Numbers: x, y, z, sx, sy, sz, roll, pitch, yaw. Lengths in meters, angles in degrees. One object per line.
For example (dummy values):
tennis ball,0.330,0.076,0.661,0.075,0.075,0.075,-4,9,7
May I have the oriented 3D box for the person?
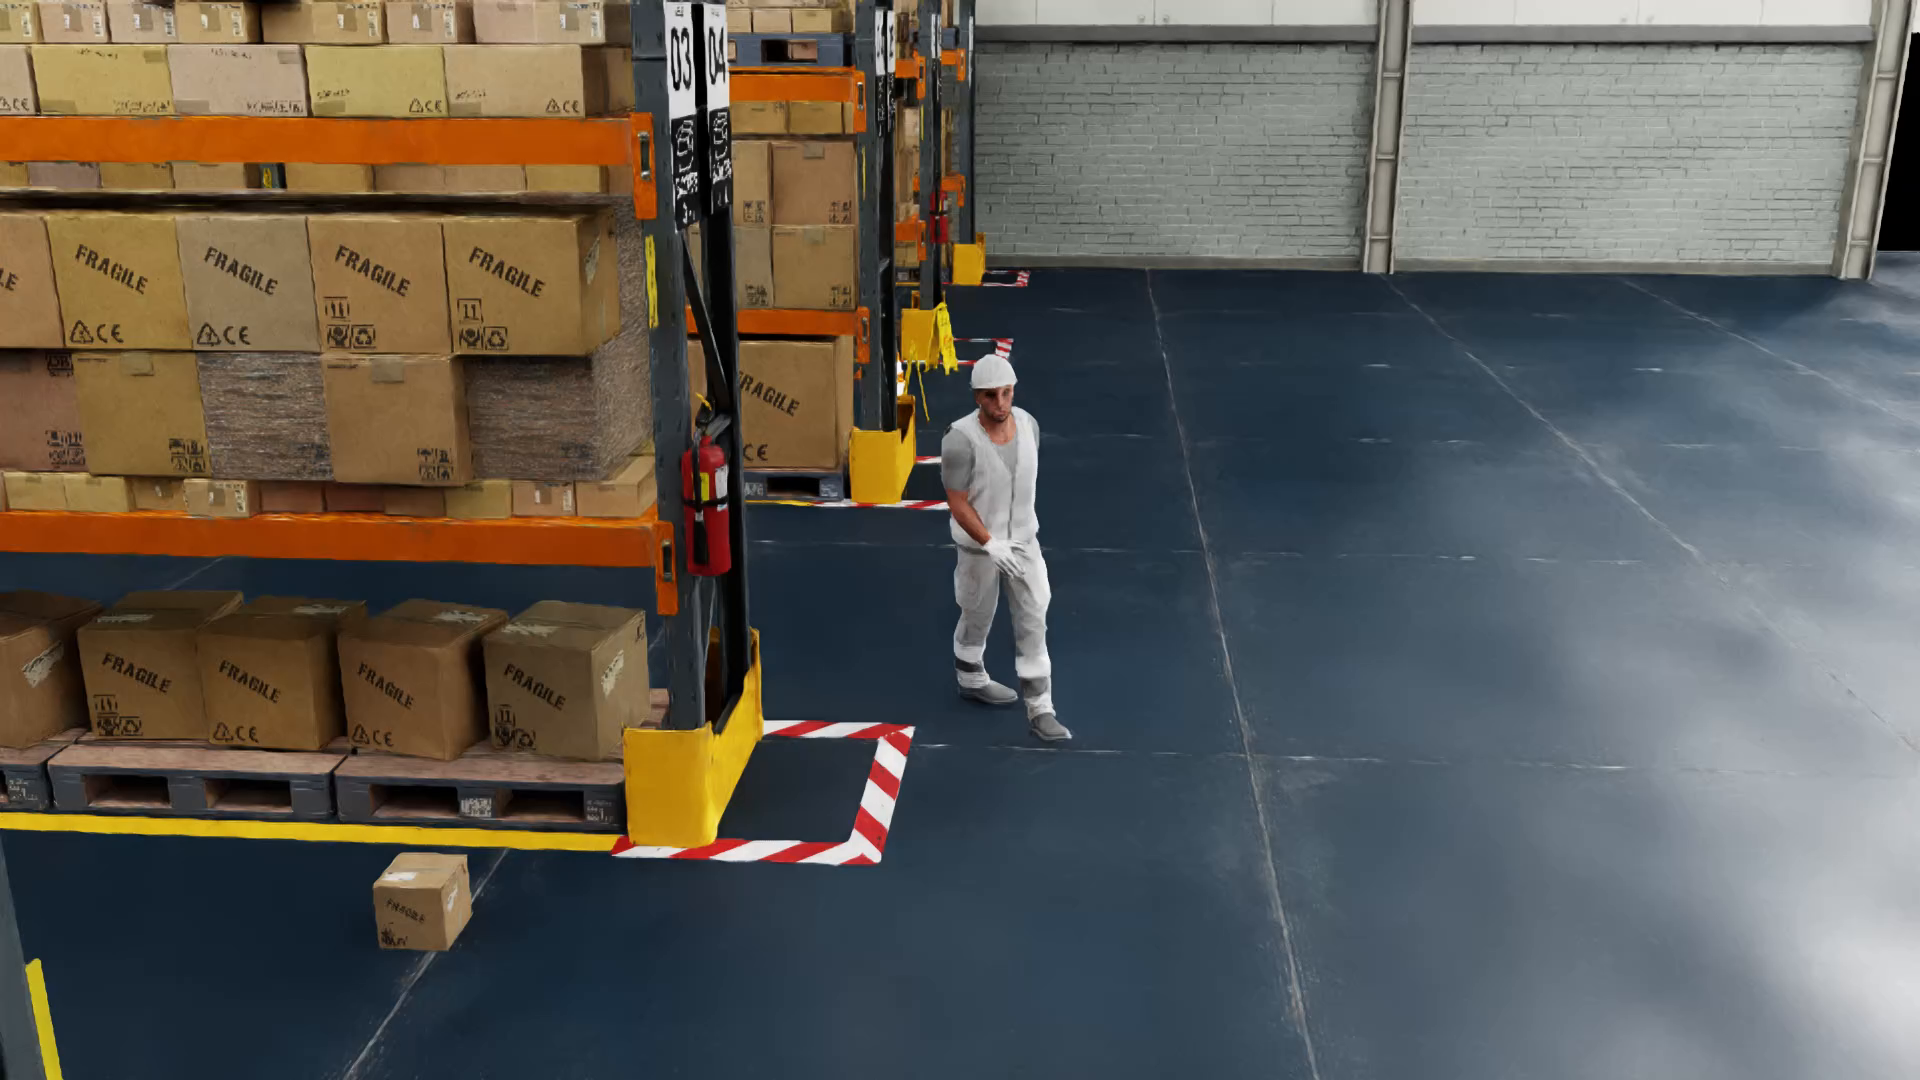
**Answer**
person,0.185,0.025,7.432,0.563,1.749,0.873,-7,19,-23
